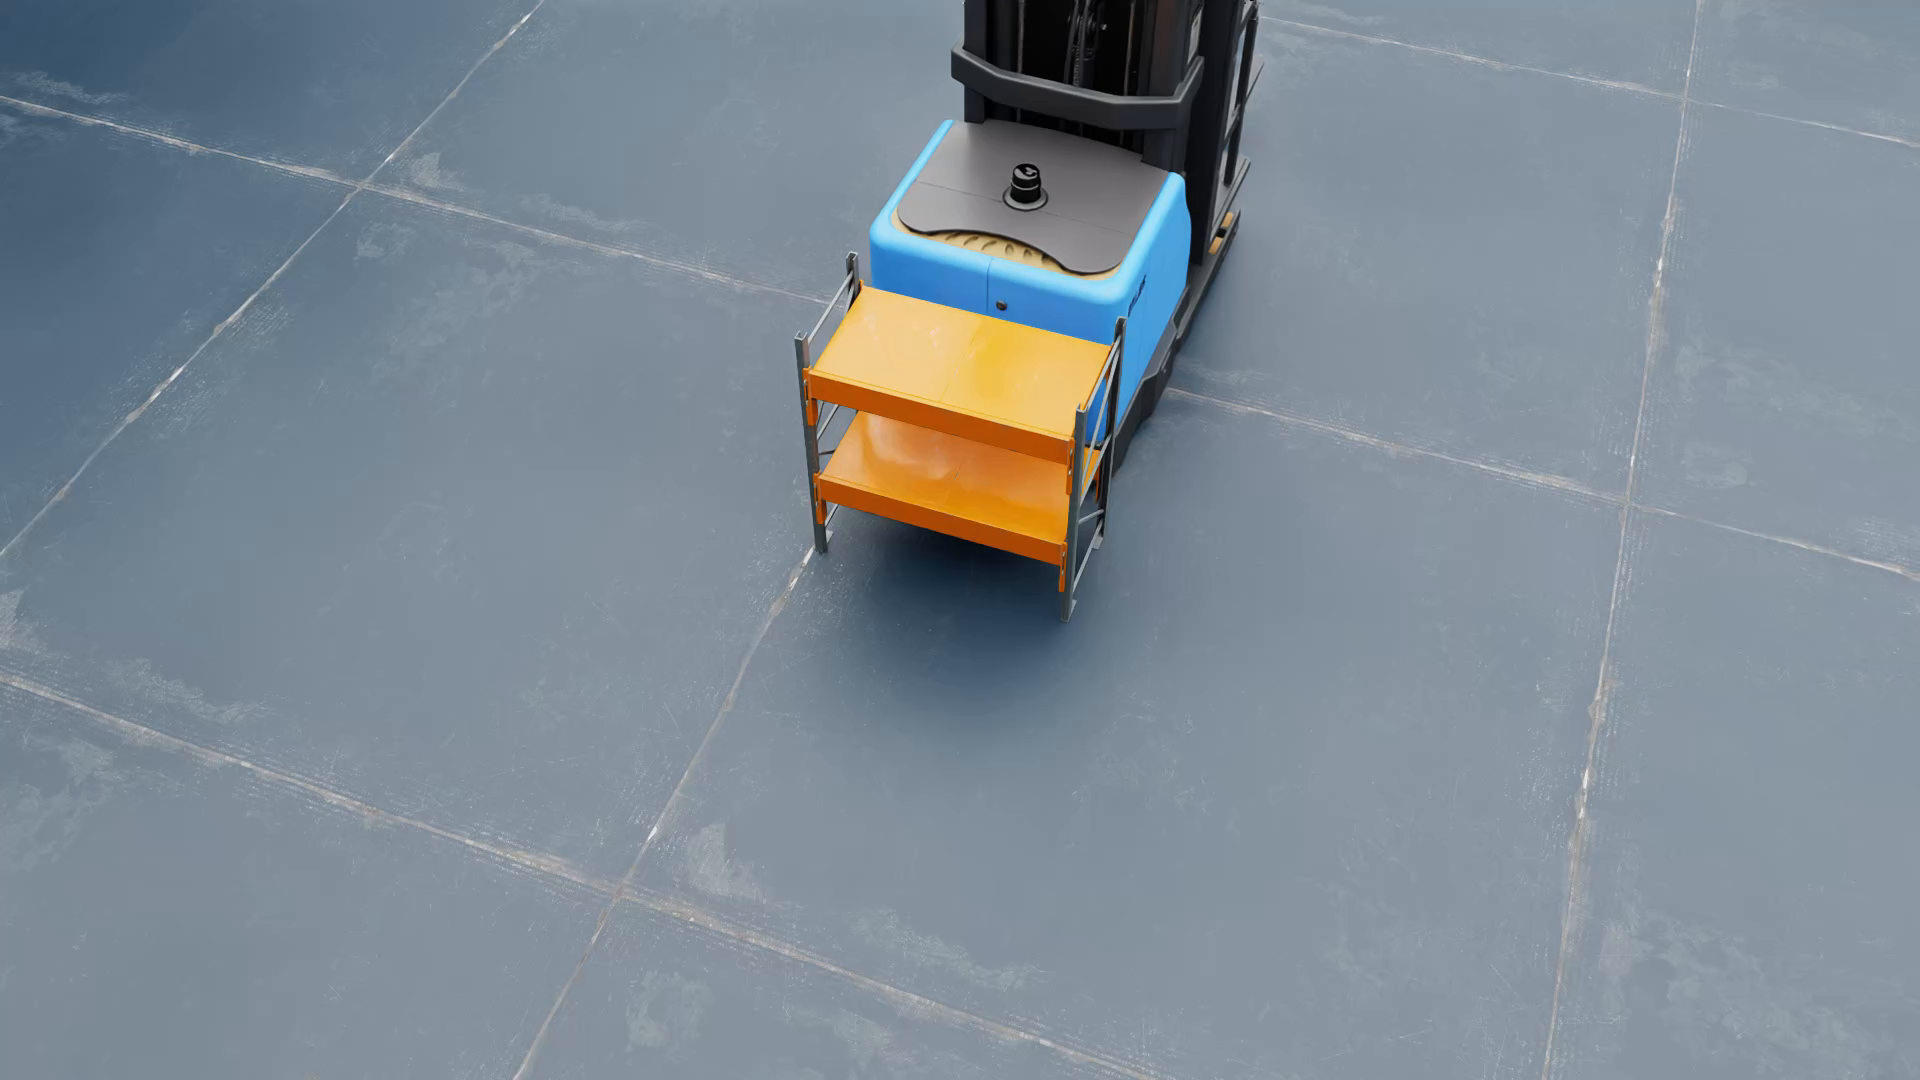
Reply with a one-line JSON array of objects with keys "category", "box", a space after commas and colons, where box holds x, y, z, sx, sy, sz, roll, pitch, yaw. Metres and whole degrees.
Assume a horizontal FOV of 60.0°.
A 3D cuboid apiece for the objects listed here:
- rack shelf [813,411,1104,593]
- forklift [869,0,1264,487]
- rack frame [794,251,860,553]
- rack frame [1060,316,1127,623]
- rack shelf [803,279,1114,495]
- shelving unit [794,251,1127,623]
[{"category": "rack shelf", "box": [0.006, -0.206, 6.375, 1.000, 0.278, 0.538, 16, 51, 13]}, {"category": "forklift", "box": [0.665, -2.310, 6.679, 1.130, 2.935, 3.031, 17, 51, 14]}, {"category": "rack frame", "box": [-0.471, -0.500, 6.305, 0.032, 1.125, 0.500, 16, 51, 13]}, {"category": "rack frame", "box": [0.483, -0.234, 6.075, 0.032, 1.125, 0.500, 16, 51, 13]}, {"category": "rack shelf", "box": [0.006, -0.558, 5.969, 1.000, 0.278, 0.538, 16, 51, 13]}, {"category": "shelving unit", "box": [0.006, -0.367, 6.190, 1.048, 1.125, 0.538, 16, 51, 13]}]
